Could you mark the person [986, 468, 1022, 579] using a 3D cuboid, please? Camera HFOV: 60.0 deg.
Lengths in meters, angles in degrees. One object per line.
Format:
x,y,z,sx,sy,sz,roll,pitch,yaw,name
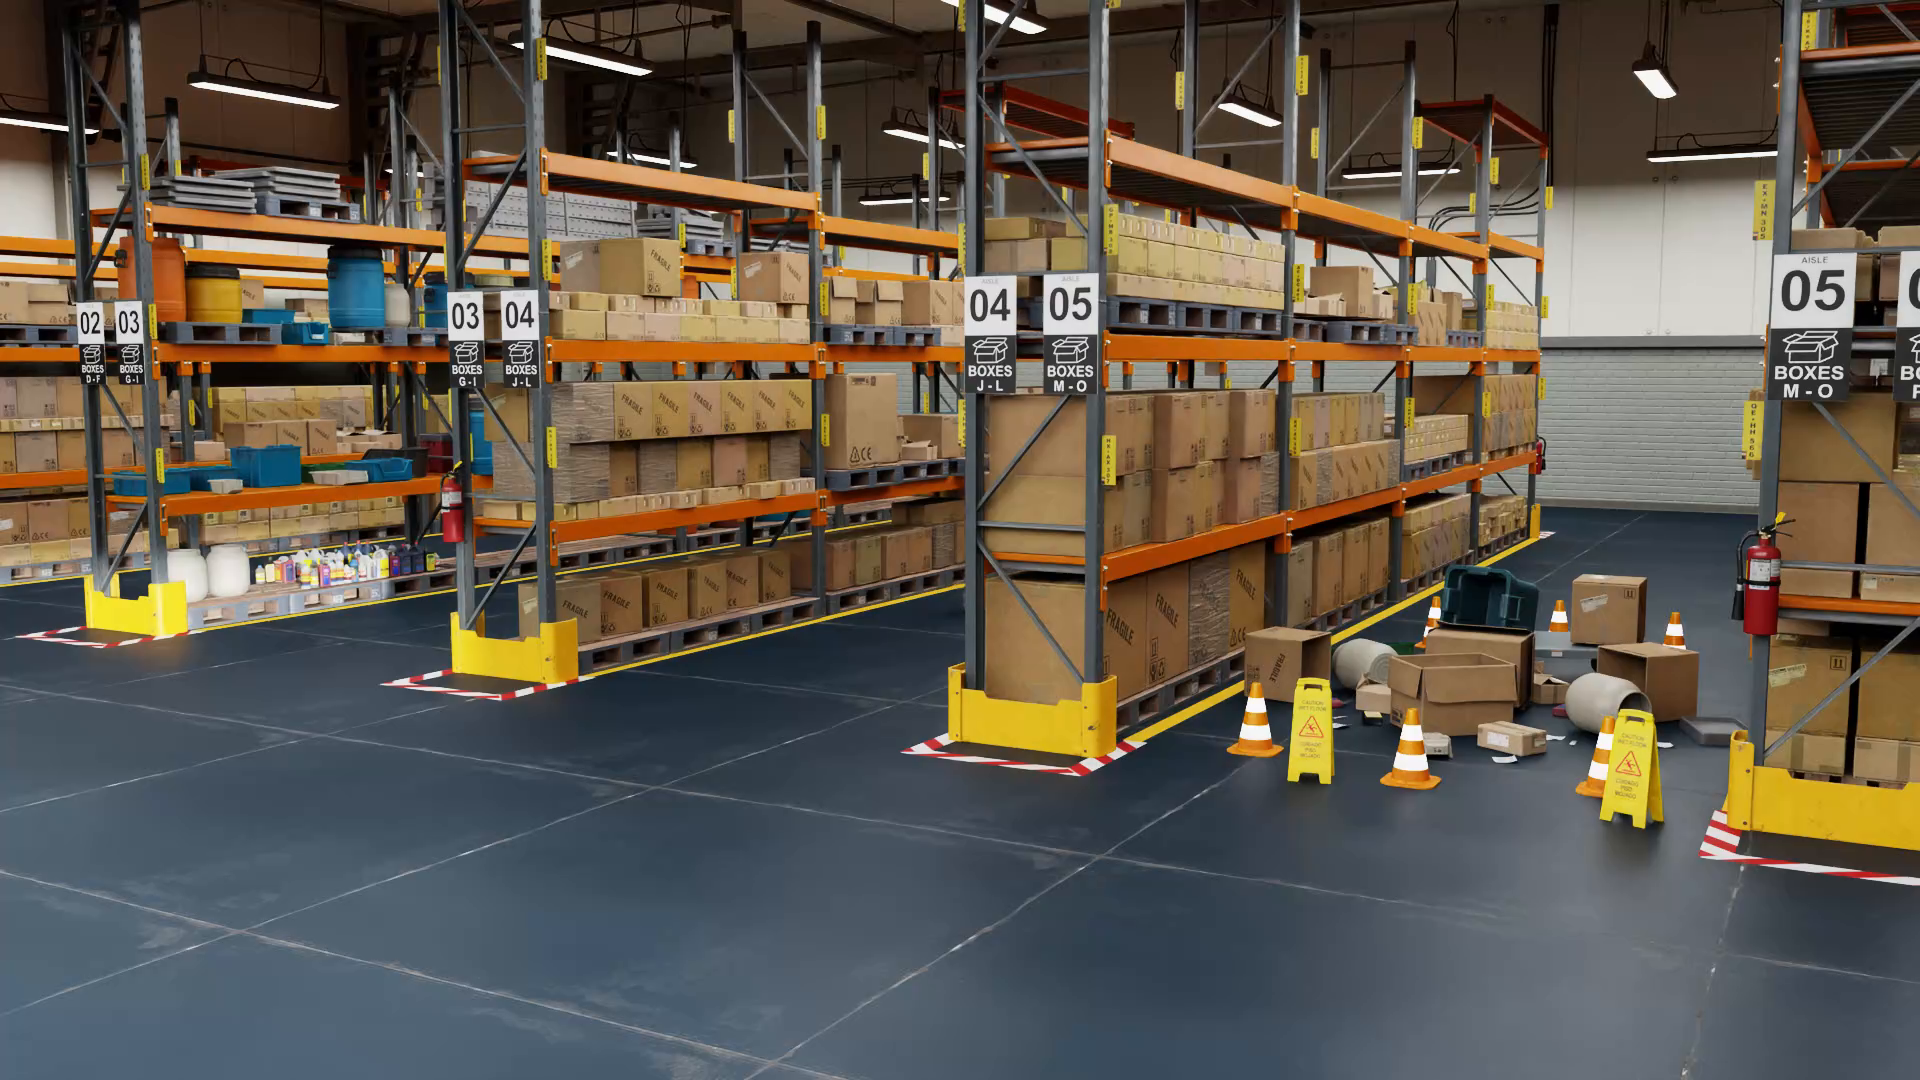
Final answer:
0.541,-0.081,17.697,0.514,1.681,0.497,-3,7,-25,person
